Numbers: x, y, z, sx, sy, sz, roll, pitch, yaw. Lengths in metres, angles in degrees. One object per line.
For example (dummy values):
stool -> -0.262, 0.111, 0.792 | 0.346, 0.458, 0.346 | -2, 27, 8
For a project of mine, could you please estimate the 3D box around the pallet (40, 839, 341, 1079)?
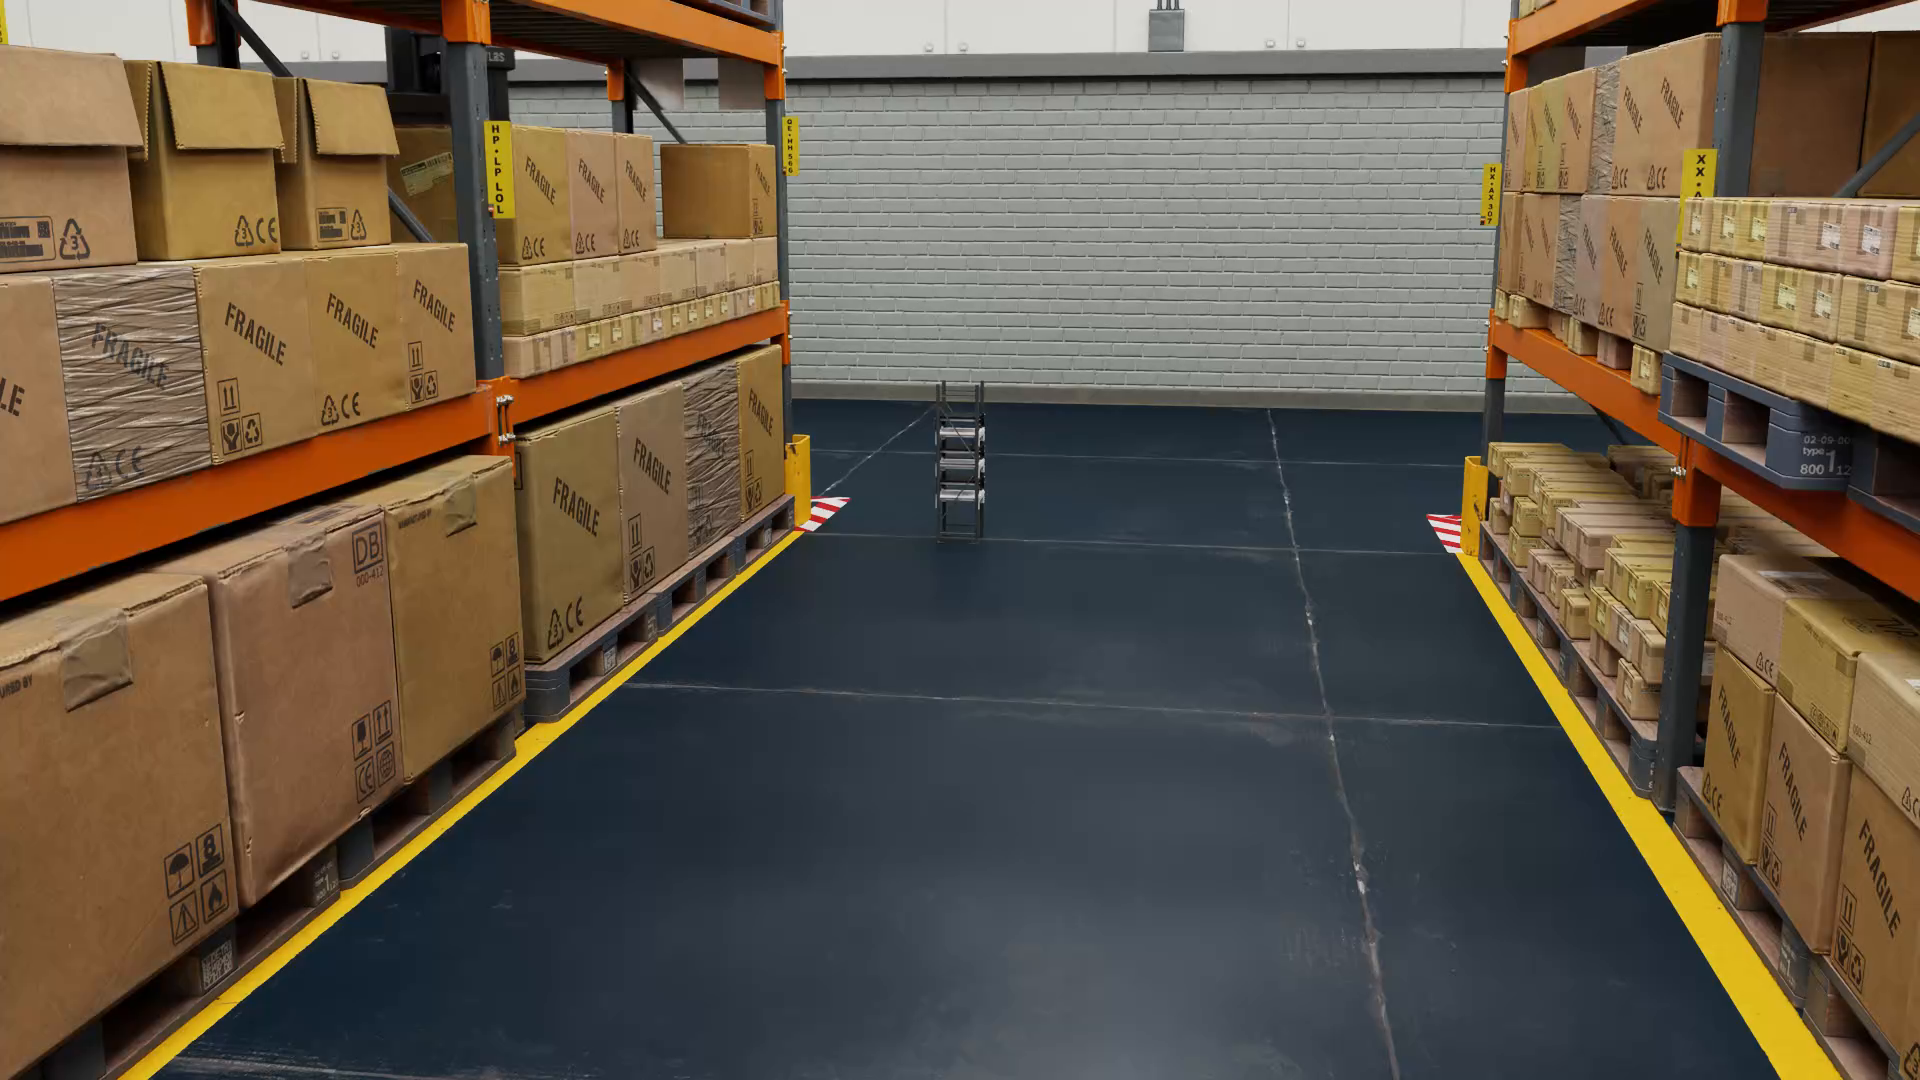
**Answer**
pallet -> -2.349, 1.024, 4.242 | 1.003, 0.211, 1.213 | 2, 12, 9

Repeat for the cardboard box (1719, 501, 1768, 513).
cardboard box -> 3.289, -0.067, 7.044 | 0.380, 0.149, 0.250 | 2, 12, 9

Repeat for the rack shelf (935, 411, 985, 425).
rack shelf -> 0.001, -0.673, 9.357 | 0.258, 0.077, 0.200 | 2, 12, 9

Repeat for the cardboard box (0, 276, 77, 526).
cardboard box -> -2.239, -0.280, 3.435 | 0.500, 0.500, 0.500 | 2, 12, 8

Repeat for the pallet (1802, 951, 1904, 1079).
pallet -> 2.462, 1.204, 3.403 | 1.003, 0.211, 1.213 | 2, 12, 9

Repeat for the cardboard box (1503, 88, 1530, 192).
cardboard box -> 3.050, -2.006, 8.367 | 0.500, 0.500, 0.500 | 2, 12, 8

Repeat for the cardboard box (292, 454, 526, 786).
cardboard box -> -2.198, 0.210, 5.446 | 1.225, 0.875, 0.875 | 2, 12, 9

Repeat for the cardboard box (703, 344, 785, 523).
cardboard box -> -1.524, -0.621, 9.300 | 0.875, 0.875, 0.875 | 2, 12, 9

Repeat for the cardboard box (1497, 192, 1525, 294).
cardboard box -> 3.039, -1.518, 8.474 | 0.500, 0.500, 0.500 | 2, 12, 11

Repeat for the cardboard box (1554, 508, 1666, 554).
cardboard box -> 2.691, -0.034, 6.891 | 0.380, 0.149, 0.250 | 1, 12, 7

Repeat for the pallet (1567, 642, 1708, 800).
pallet -> 2.834, 0.647, 5.992 | 1.003, 0.211, 1.213 | 2, 12, 9

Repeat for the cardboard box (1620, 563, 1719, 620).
cardboard box -> 2.563, 0.185, 5.873 | 0.380, 0.149, 0.250 | 2, 12, 9

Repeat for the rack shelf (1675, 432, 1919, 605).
rack shelf -> 2.458, 0.192, 3.188 | 1.077, 0.370, 4.000 | 2, 12, 9

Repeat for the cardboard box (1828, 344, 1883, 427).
cardboard box -> 2.055, -0.319, 3.453 | 0.380, 0.149, 0.250 | 2, 12, 8

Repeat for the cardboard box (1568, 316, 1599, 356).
cardboard box -> 2.748, -0.848, 6.902 | 0.380, 0.149, 0.250 | 2, 12, 10

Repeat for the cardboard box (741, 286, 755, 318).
cardboard box -> -1.312, -1.276, 8.889 | 0.380, 0.149, 0.250 | 2, 12, 9

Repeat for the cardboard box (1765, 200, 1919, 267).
cardboard box -> 2.131, -0.718, 3.894 | 0.380, 0.149, 0.250 | 2, 12, 8

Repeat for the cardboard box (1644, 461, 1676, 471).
cardboard box -> 3.540, -0.284, 8.048 | 0.380, 0.149, 0.250 | 2, 12, 7

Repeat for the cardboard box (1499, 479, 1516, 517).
cardboard box -> 2.949, -0.209, 8.409 | 0.380, 0.149, 0.250 | 2, 12, 8

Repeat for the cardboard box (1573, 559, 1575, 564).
cardboard box -> 2.853, 0.066, 7.129 | 0.380, 0.149, 0.250 | 2, 12, 11

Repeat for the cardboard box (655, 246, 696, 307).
cardboard box -> -1.549, -1.232, 7.742 | 0.500, 0.250, 0.500 | 2, 12, 9

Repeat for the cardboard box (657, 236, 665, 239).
cardboard box -> -1.845, -1.571, 9.312 | 0.500, 0.250, 0.500 | 2, 12, 7

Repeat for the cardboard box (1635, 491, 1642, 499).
cardboard box -> 3.504, -0.138, 8.077 | 0.380, 0.149, 0.250 | 1, 12, 6

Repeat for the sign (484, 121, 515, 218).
sign -> -1.582, -1.269, 5.701 | 0.100, 0.325, 0.005 | 2, 12, 9

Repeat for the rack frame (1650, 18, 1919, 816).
rack frame -> 2.766, -0.576, 5.044 | 1.000, 3.000, 0.127 | 2, 12, 9

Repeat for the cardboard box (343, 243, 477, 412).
cardboard box -> -1.922, -0.700, 5.384 | 0.500, 0.500, 0.500 | 2, 12, 9

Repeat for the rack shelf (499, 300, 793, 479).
rack shelf -> -1.812, -0.822, 7.895 | 1.077, 0.370, 4.000 | 2, 12, 9

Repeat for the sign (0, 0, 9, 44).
sign -> -5.852, -3.151, 10.123 | 0.100, 0.325, 0.005 | 2, 12, 9

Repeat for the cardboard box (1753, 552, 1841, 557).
cardboard box -> 3.115, 0.147, 6.048 | 0.380, 0.149, 0.250 | 2, 12, 8

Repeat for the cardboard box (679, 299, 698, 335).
cardboard box -> -1.469, -1.064, 7.907 | 0.380, 0.149, 0.250 | 2, 12, 10

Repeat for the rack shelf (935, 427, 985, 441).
rack shelf -> 0.001, -0.585, 9.376 | 0.258, 0.077, 0.200 | 2, 12, 9

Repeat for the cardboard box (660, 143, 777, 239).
cardboard box -> -1.320, -1.919, 9.146 | 0.500, 0.500, 0.500 | 2, 12, 9

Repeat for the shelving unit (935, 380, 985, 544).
shelving unit -> 0.001, -0.442, 9.406 | 0.258, 0.900, 0.210 | 2, 12, 9

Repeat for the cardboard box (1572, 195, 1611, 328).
cardboard box -> 2.720, -1.091, 6.493 | 0.500, 0.500, 0.500 | 2, 12, 8

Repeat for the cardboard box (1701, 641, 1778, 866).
cardboard box -> 2.390, 0.586, 4.589 | 0.500, 0.500, 0.500 | 2, 12, 11

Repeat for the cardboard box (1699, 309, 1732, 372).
cardboard box -> 2.214, -0.533, 4.446 | 0.380, 0.149, 0.250 | 2, 12, 10

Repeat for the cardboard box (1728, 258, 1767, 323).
cardboard box -> 2.174, -0.629, 4.183 | 0.380, 0.149, 0.250 | 2, 12, 10

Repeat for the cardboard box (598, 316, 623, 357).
cardboard box -> -1.626, -0.850, 6.912 | 0.380, 0.149, 0.250 | 2, 12, 7

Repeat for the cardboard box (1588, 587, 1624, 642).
cardboard box -> 2.553, 0.278, 6.145 | 0.380, 0.149, 0.250 | 1, 12, 7

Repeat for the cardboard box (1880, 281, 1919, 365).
cardboard box -> 2.012, -0.411, 3.172 | 0.380, 0.149, 0.250 | 2, 12, 8

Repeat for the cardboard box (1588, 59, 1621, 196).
cardboard box -> 2.738, -1.579, 6.384 | 0.500, 0.500, 0.500 | 2, 12, 10

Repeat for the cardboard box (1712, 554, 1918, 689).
cardboard box -> 2.391, 0.220, 4.510 | 0.500, 0.250, 0.500 | 1, 12, 6

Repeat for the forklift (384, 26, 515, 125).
forklift -> -3.518, -1.624, 10.072 | 1.130, 2.935, 3.031 | 12, 17, 44

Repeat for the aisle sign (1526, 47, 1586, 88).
aisle sign -> 3.096, -2.704, 8.749 | 0.394, 0.787, 0.004 | 2, 12, 9

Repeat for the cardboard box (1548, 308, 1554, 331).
cardboard box -> 3.010, -1.062, 7.895 | 0.380, 0.149, 0.250 | 2, 12, 11

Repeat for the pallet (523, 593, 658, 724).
pallet -> -1.925, 0.450, 6.904 | 1.003, 0.211, 1.213 | 2, 12, 9

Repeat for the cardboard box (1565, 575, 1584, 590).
cardboard box -> 2.755, 0.253, 6.972 | 0.380, 0.149, 0.250 | 2, 12, 10

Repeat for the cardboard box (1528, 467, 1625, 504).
cardboard box -> 2.919, -0.249, 7.885 | 0.380, 0.149, 0.250 | 1, 12, 6

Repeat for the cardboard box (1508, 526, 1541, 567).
cardboard box -> 2.846, 0.038, 7.969 | 0.380, 0.149, 0.250 | 2, 12, 9

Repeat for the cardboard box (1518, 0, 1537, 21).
cardboard box -> 3.059, -2.716, 8.212 | 0.500, 0.250, 0.500 | 2, 12, 11
